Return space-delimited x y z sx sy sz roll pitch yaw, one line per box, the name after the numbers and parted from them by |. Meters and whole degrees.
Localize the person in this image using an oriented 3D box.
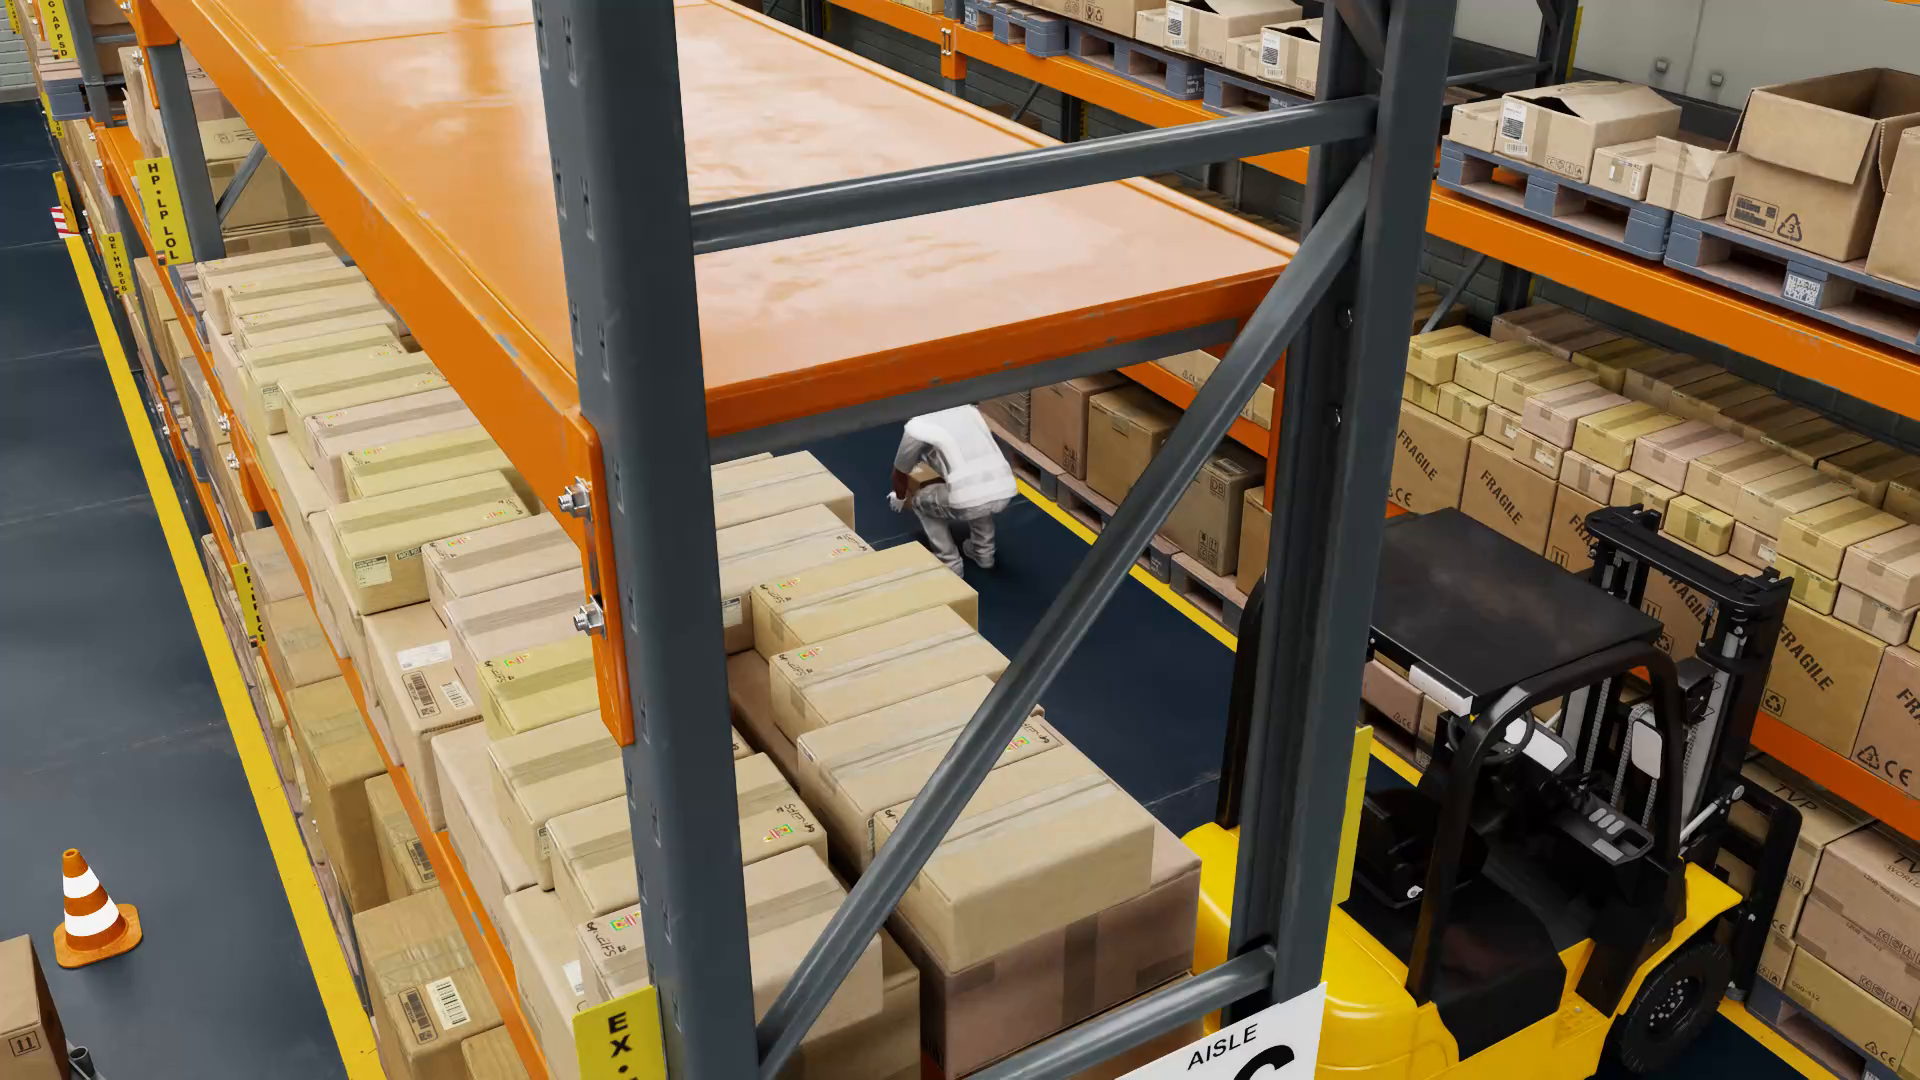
-0.058 -0.346 9.901 0.581 1.090 0.878 -16 32 -26 | person
